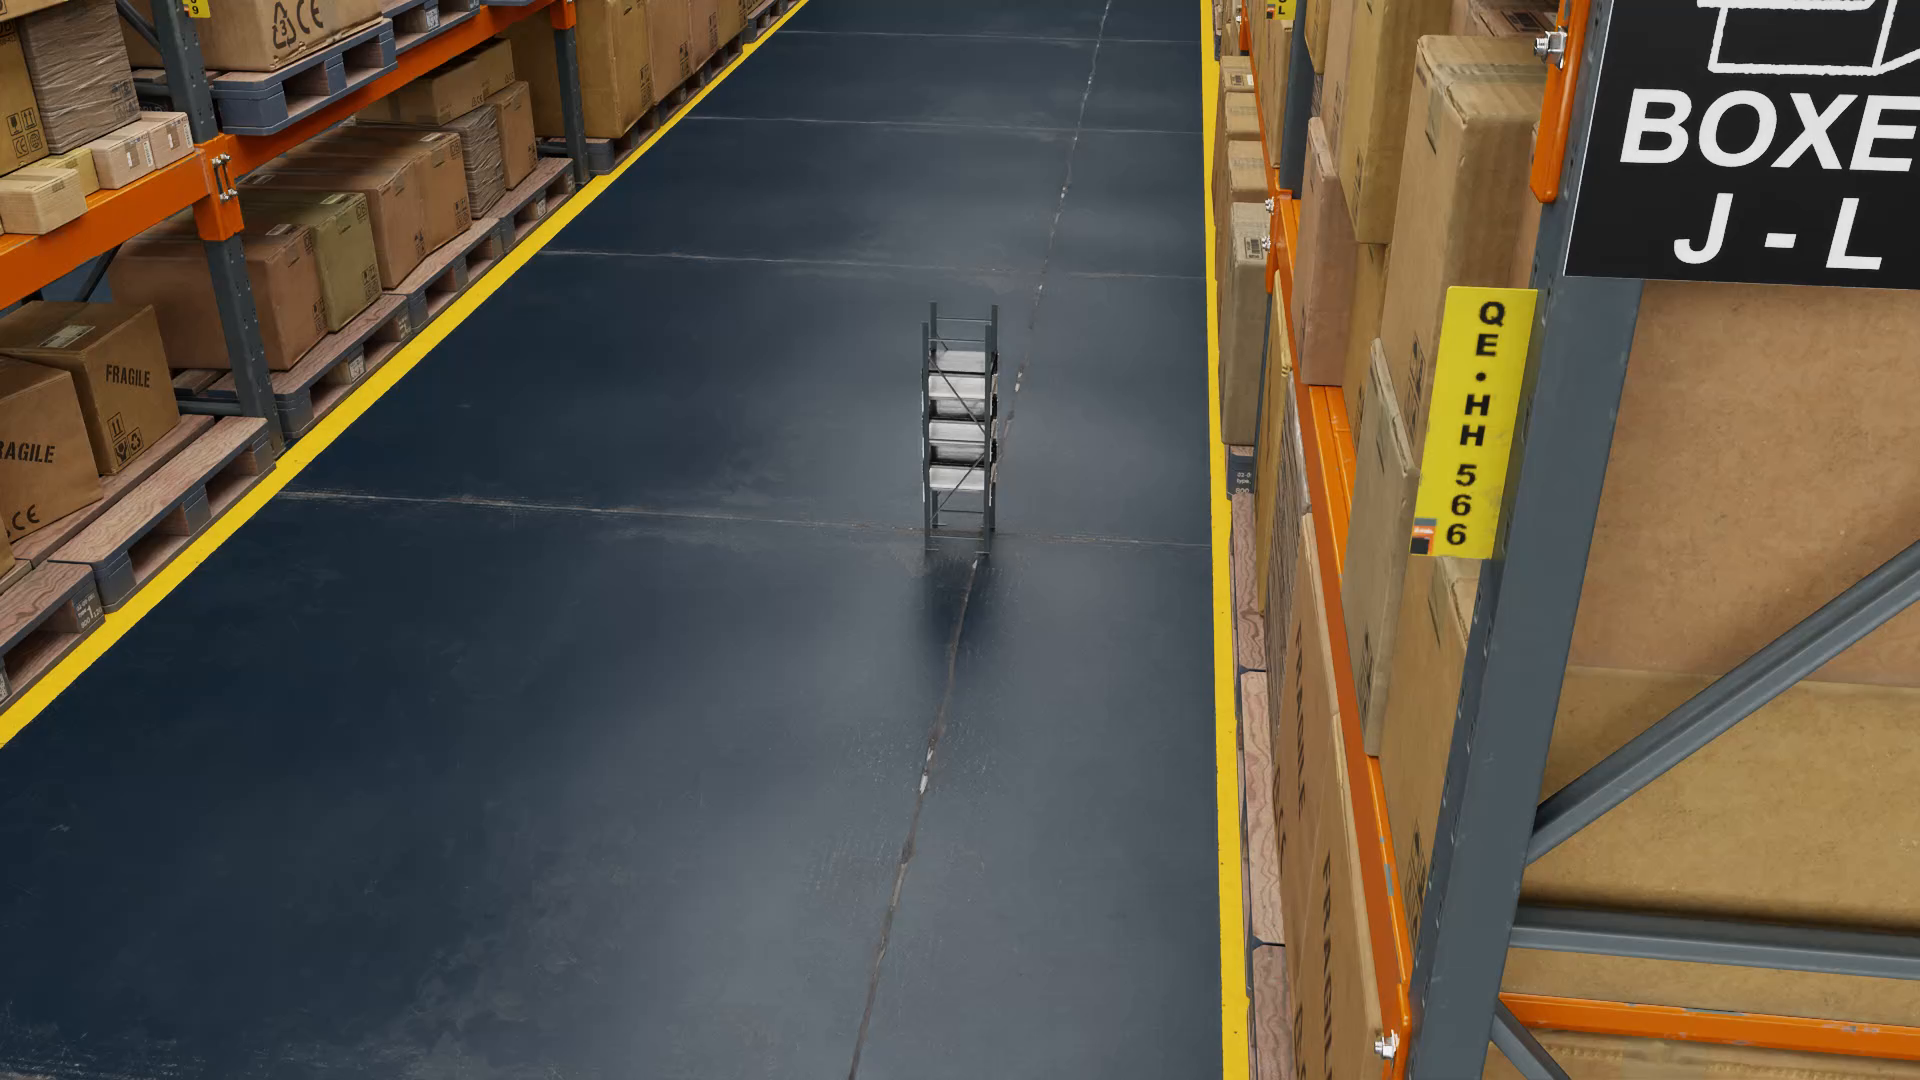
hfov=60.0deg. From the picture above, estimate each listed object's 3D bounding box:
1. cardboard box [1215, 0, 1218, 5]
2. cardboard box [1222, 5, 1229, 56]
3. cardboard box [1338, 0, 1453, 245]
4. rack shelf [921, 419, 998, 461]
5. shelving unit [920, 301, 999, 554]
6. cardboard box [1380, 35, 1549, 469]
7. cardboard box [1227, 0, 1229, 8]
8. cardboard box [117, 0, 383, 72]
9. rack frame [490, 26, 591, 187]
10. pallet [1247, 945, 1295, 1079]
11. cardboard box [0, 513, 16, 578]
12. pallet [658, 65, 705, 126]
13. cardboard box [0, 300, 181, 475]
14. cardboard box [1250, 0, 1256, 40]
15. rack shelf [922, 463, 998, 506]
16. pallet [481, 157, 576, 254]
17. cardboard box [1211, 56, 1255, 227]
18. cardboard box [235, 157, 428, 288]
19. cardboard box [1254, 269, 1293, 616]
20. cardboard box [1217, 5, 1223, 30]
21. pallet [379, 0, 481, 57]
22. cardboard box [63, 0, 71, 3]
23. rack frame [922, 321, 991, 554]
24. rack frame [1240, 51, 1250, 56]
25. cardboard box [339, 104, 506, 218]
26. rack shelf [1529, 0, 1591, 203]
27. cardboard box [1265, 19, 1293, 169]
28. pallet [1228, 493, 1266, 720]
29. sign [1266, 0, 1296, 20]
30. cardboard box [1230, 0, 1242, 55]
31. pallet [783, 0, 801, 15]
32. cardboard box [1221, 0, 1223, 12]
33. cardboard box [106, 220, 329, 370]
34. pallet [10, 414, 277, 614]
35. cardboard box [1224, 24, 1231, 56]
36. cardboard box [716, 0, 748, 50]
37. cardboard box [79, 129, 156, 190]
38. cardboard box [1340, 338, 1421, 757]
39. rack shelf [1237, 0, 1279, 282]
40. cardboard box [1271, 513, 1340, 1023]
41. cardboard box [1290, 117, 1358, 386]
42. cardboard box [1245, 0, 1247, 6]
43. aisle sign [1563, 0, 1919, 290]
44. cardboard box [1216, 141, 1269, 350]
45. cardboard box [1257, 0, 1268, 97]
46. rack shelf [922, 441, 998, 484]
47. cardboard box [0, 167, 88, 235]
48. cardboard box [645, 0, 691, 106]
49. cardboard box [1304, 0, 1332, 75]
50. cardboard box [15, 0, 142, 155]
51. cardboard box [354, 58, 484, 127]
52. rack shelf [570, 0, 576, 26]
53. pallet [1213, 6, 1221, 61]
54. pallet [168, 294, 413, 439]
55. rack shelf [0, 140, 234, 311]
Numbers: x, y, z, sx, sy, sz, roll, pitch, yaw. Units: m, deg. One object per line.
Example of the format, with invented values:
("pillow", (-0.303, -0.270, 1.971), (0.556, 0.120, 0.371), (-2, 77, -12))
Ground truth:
("cardboard box", (2.415, -4.742, 14.453), (0.380, 0.149, 0.250), (3, 28, 6))
("cardboard box", (2.161, -3.624, 12.006), (0.500, 0.500, 0.500), (5, 29, 8))
("cardboard box", (1.307, -0.963, 3.578), (0.875, 0.550, 0.500), (3, 28, 6))
("rack shelf", (0.001, -0.371, 6.059), (0.258, 0.077, 0.200), (3, 28, 6))
("shelving unit", (0.001, -0.400, 6.044), (0.258, 0.900, 0.210), (3, 28, 6))
("cardboard box", (1.167, -0.450, 2.627), (0.875, 0.550, 0.550), (3, 28, 6))
("cardboard box", (2.162, -3.952, 11.825), (0.500, 0.250, 0.500), (4, 29, 8))
("cardboard box", (-3.076, -2.506, 6.663), (1.000, 1.000, 1.000), (4, 29, 7))
("rack frame", (-2.822, -3.574, 9.721), (1.000, 3.000, 0.127), (3, 28, 6))
("pallet", (1.128, 1.374, 3.476), (1.003, 0.211, 1.213), (3, 28, 6))
("cardboard box", (-3.462, -0.023, 5.322), (0.500, 0.500, 0.500), (1, 28, 2))
("pallet", (-2.499, -3.286, 12.126), (1.003, 0.211, 1.213), (3, 28, 6))
("cardboard box", (-3.401, -0.589, 6.374), (0.500, 0.500, 0.500), (3, 28, 5))
("cardboard box", (1.643, -2.610, 7.826), (0.500, 0.500, 0.500), (3, 28, 6))
("rack shelf", (0.001, -0.212, 6.145), (0.258, 0.077, 0.200), (3, 28, 6))
("pallet", (-2.920, -1.978, 9.700), (1.003, 0.211, 1.213), (3, 28, 6))
("cardboard box", (1.924, -2.151, 9.009), (1.050, 0.750, 0.750), (3, 28, 6))
("cardboard box", (-3.071, -1.559, 8.152), (0.700, 0.500, 0.500), (1, 28, 2))
("cardboard box", (1.451, -0.313, 5.465), (0.875, 0.875, 0.875), (4, 29, 7))
("cardboard box", (2.288, -4.255, 13.549), (0.380, 0.149, 0.250), (4, 29, 7))
("pallet", (-3.024, -2.555, 8.033), (1.003, 0.211, 1.213), (3, 28, 6))
("cardboard box", (-3.094, -2.078, 5.472), (0.500, 0.500, 0.500), (3, 28, 6))
("rack frame", (-0.011, -0.352, 5.955), (0.240, 0.900, 0.006), (3, 28, 6))
("rack frame", (2.088, -3.238, 9.098), (1.000, 3.000, 0.127), (3, 28, 6))
("cardboard box", (-2.940, -2.089, 9.136), (0.700, 0.500, 0.500), (1, 28, 2))
("rack shelf", (1.353, -1.418, 3.315), (1.077, 0.370, 4.000), (3, 28, 6))
("cardboard box", (1.396, -1.660, 6.064), (0.500, 0.500, 0.500), (3, 28, 6))
("pallet", (1.427, 0.226, 5.608), (1.003, 0.211, 1.213), (3, 28, 6))
("sign", (1.058, -1.857, 5.397), (0.100, 0.325, 0.005), (3, 28, 6))
("cardboard box", (1.963, -3.228, 10.481), (0.500, 0.250, 0.500), (4, 29, 7))
("pallet", (-2.014, -5.158, 15.602), (1.003, 0.211, 1.213), (3, 28, 6))
("cardboard box", (2.301, -4.348, 13.408), (0.380, 0.149, 0.250), (4, 29, 7))
("cardboard box", (-3.216, -1.072, 7.249), (0.700, 0.500, 0.500), (1, 28, 2))
("pallet", (-3.360, -0.145, 6.297), (1.003, 0.211, 1.213), (3, 28, 6))
("cardboard box", (2.025, -3.141, 11.111), (0.500, 0.500, 0.500), (2, 28, 4))
("cardboard box", (-2.391, -4.404, 13.059), (1.225, 0.875, 0.875), (3, 29, 6))
("cardboard box", (-3.087, -1.345, 5.849), (0.380, 0.149, 0.250), (3, 28, 6))
("cardboard box", (1.154, 0.024, 2.884), (0.875, 0.550, 0.550), (3, 28, 6))
("rack shelf", (1.843, -1.980, 7.521), (1.077, 0.370, 4.000), (3, 28, 6))
("cardboard box", (1.231, 0.541, 3.881), (0.875, 0.875, 0.875), (3, 28, 5))
("cardboard box", (1.337, -0.739, 4.301), (0.875, 0.550, 0.550), (3, 28, 6))
("cardboard box", (1.765, -3.086, 8.711), (0.500, 0.500, 0.500), (4, 29, 7))
("aisle sign", (0.801, -0.601, 1.462), (0.394, 0.787, 0.004), (3, 28, 6))
("cardboard box", (1.707, -1.301, 7.431), (1.050, 0.750, 0.750), (3, 28, 6))
("cardboard box", (1.520, -2.136, 6.947), (0.500, 0.500, 0.500), (4, 29, 7))
("rack shelf", (0.001, -0.291, 6.102), (0.258, 0.077, 0.200), (3, 28, 6))
("cardboard box", (-3.097, -1.107, 5.406), (0.380, 0.149, 0.250), (3, 28, 6))
("cardboard box", (-2.600, -3.566, 11.504), (1.225, 0.875, 0.875), (3, 29, 6))
("cardboard box", (1.518, -1.725, 4.992), (0.875, 0.550, 0.550), (3, 28, 6))
("cardboard box", (-3.429, -1.658, 5.745), (0.875, 0.500, 0.500), (3, 28, 6))
("cardboard box", (-2.930, -2.430, 8.979), (0.500, 0.250, 0.500), (7, 29, 12))
("rack shelf", (-2.577, -4.199, 11.639), (1.077, 0.370, 4.000), (3, 28, 6))
("pallet", (2.625, -4.211, 13.845), (1.003, 0.211, 1.213), (3, 28, 6))
("pallet", (-3.219, -0.830, 7.568), (1.003, 0.211, 1.213), (3, 28, 6))
("rack shelf", (-3.558, -0.433, 4.649), (1.077, 0.370, 4.000), (3, 28, 6))
